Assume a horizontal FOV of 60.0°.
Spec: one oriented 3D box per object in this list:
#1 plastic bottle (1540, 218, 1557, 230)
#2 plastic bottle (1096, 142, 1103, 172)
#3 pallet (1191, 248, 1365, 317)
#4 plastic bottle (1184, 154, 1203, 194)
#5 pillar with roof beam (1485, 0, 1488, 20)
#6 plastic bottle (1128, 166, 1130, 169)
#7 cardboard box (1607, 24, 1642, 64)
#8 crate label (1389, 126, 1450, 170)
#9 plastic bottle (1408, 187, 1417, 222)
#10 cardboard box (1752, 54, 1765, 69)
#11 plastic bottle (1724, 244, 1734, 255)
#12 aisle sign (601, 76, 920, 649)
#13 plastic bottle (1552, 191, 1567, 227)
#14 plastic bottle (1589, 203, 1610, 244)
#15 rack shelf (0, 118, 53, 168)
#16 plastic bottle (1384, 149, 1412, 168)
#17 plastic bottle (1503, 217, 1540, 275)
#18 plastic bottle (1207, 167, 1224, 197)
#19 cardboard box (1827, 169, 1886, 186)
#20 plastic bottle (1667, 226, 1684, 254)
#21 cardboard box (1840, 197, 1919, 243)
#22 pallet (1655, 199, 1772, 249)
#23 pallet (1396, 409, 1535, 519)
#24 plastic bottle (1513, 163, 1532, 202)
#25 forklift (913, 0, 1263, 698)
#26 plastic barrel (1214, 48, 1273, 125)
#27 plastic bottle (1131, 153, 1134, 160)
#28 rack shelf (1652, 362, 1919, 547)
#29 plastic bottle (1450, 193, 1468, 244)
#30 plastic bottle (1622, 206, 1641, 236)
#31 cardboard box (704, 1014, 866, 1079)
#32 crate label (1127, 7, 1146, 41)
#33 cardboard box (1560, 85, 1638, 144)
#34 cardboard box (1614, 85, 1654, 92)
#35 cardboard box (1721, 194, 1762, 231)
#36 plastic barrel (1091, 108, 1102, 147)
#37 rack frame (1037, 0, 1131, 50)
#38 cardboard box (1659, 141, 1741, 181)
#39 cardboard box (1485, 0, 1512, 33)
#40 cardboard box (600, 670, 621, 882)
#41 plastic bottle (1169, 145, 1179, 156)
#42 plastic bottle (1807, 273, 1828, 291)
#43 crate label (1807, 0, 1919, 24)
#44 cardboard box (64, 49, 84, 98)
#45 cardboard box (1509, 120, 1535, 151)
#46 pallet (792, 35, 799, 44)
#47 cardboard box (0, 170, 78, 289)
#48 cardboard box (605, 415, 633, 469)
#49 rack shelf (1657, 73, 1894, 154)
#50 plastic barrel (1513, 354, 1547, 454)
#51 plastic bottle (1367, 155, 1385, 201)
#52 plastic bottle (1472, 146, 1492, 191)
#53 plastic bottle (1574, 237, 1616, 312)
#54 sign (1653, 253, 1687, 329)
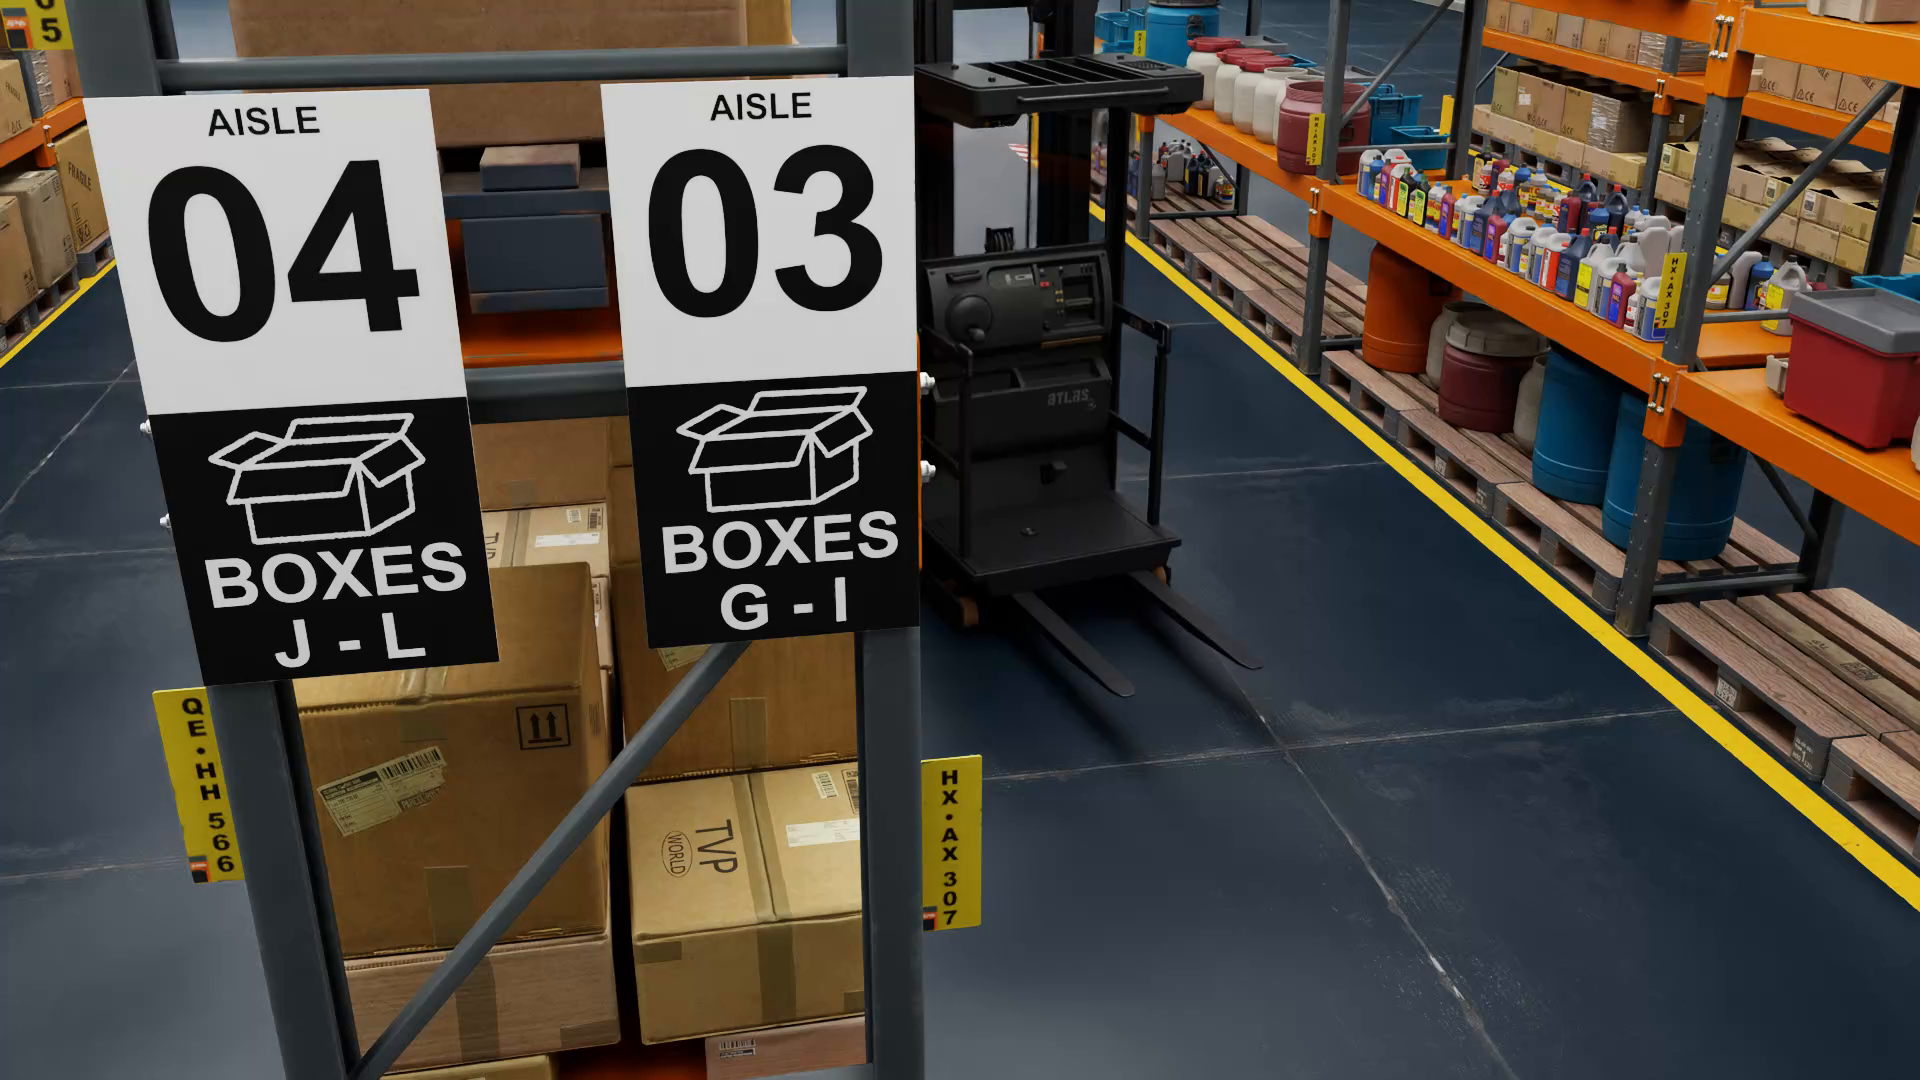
[{"bbox_3d":[3.067,-1.549,8.710,0.097,0.271,0.097,0,24,0],"label":"plastic bottle"},{"bbox_3d":[1.401,-3.825,16.603,0.061,0.283,0.133,-4,24,-9],"label":"plastic bottle"},{"bbox_3d":[2.500,-2.056,13.194,1.003,0.211,1.213,-4,24,-10],"label":"pallet"},{"bbox_3d":[2.204,-3.446,15.653,0.144,0.351,0.185,-4,24,-10],"label":"plastic bottle"},{"bbox_3d":[5.614,-13.367,28.112,9.100,9.000,0.400,-4,24,-10],"label":"pillar with roof beam"},{"bbox_3d":[1.578,-3.446,15.737,0.061,0.283,0.133,-3,24,-6],"label":"plastic bottle"},{"bbox_3d":[6.764,-4.913,16.126,0.700,0.500,0.500,-5,24,-10],"label":"cardboard box"},{"bbox_3d":[3.117,-2.664,11.312,0.303,0.233,0.416,-4,24,-10],"label":"crate label"},{"bbox_3d":[2.694,-1.980,9.785,0.097,0.201,0.097,0,24,0],"label":"plastic bottle"},{"bbox_3d":[7.090,-4.227,14.868,0.500,0.250,0.500,-3,24,-6],"label":"cardboard box"},{"bbox_3d":[3.793,-1.317,8.179,0.097,0.271,0.097,0,24,0],"label":"plastic bottle"},{"bbox_3d":[-0.253,-0.220,2.257,0.394,0.787,0.004,-4,24,-10],"label":"aisle sign"},{"bbox_3d":[3.493,-1.924,9.655,0.097,0.201,0.097,0,24,0],"label":"plastic bottle"},{"bbox_3d":[3.469,-1.695,9.043,0.097,0.271,0.097,0,24,0],"label":"plastic bottle"},{"bbox_3d":[-7.303,-2.311,11.192,1.077,0.370,4.000,-4,24,-10],"label":"rack shelf"},{"bbox_3d":[2.739,-2.308,10.442,0.152,0.276,0.135,-4,24,-10],"label":"plastic bottle"},{"bbox_3d":[2.948,-1.535,8.671,0.152,0.276,0.135,-4,24,-10],"label":"plastic bottle"},{"bbox_3d":[2.373,-3.357,15.543,0.152,0.276,0.135,-3,24,-8],"label":"plastic bottle"},{"bbox_3d":[7.594,-2.939,13.941,0.500,0.311,0.500,-5,24,-10],"label":"cardboard box"},{"bbox_3d":[3.684,-1.492,8.573,0.152,0.276,0.135,-4,24,-10],"label":"plastic bottle"},{"bbox_3d":[7.254,-2.494,12.922,0.500,0.311,0.500,-5,24,-11],"label":"cardboard box"},{"bbox_3d":[7.131,-2.921,15.175,1.003,0.211,1.213,-4,24,-10],"label":"pallet"},{"bbox_3d":[3.236,-0.484,9.594,1.003,0.211,1.213,-4,24,-10],"label":"pallet"},{"bbox_3d":[3.403,-2.147,10.079,0.097,0.271,0.097,0,24,0],"label":"plastic bottle"},{"bbox_3d":[0.373,-1.112,7.633,1.130,2.935,3.031,-10,25,-21],"label":"forklift"},{"bbox_3d":[2.184,-3.502,12.851,0.433,0.535,0.433,0,24,0],"label":"plastic barrel"},{"bbox_3d":[1.668,-3.585,16.054,0.061,0.283,0.133,-4,24,-10],"label":"plastic bottle"},{"bbox_3d":[3.936,0.142,5.576,1.077,0.370,4.000,-4,24,-10],"label":"rack shelf"},{"bbox_3d":[2.797,-1.793,9.268,0.097,0.271,0.097,0,24,0],"label":"plastic bottle"},{"bbox_3d":[3.629,-1.667,8.980,0.097,0.271,0.097,0,24,0],"label":"plastic bottle"},{"bbox_3d":[-0.303,0.917,3.217,0.380,0.149,0.250,-4,24,-9],"label":"cardboard box"},{"bbox_3d":[1.954,-5.007,16.421,0.502,0.435,0.616,-4,24,-10],"label":"crate label"},{"bbox_3d":[6.478,-4.322,16.873,0.500,0.500,0.500,-4,24,-10],"label":"cardboard box"},{"bbox_3d":[6.993,-4.361,16.961,0.500,0.500,0.500,-4,24,-10],"label":"cardboard box"},{"bbox_3d":[6.979,-2.837,14.408,0.500,0.250,0.500,-5,24,-11],"label":"cardboard box"},{"bbox_3d":[1.544,-4.493,17.874,0.421,0.512,0.421,0,24,0],"label":"plastic barrel"},{"bbox_3d":[1.348,-5.694,18.040,1.000,3.000,0.127,-4,24,-10],"label":"rack frame"},{"bbox_3d":[6.788,-3.495,15.214,0.500,0.311,0.500,-4,24,-10],"label":"cardboard box"},{"bbox_3d":[6.290,-5.921,18.434,0.700,0.500,0.500,-4,24,-10],"label":"cardboard box"},{"bbox_3d":[-1.005,0.527,3.610,0.500,0.250,0.500,-5,24,-11],"label":"cardboard box"},{"bbox_3d":[2.163,-3.802,16.561,0.152,0.276,0.135,-5,24,-11],"label":"plastic bottle"},{"bbox_3d":[3.918,-1.097,7.659,0.061,0.283,0.133,-4,24,-10],"label":"plastic bottle"},{"bbox_3d":[3.373,-2.014,6.196,0.293,0.136,0.466,-4,24,-10],"label":"crate label"},{"bbox_3d":[-7.861,-4.076,14.147,0.875,0.550,0.550,-4,24,-10],"label":"cardboard box"},{"bbox_3d":[6.285,-4.371,17.922,0.500,0.250,0.500,-4,24,-10],"label":"cardboard box"},{"bbox_3d":[-0.938,-1.140,3.976,1.003,0.211,1.213,-4,24,-10],"label":"pallet"},{"bbox_3d":[-7.470,-2.351,12.672,1.050,0.750,0.750,-4,24,-10],"label":"cardboard box"},{"bbox_3d":[-0.579,-0.054,4.006,0.500,0.500,0.500,-5,24,-11],"label":"cardboard box"},{"bbox_3d":[7.326,-3.370,13.617,1.077,0.370,4.000,-4,24,-10],"label":"rack shelf"},{"bbox_3d":[3.335,-0.749,9.301,0.421,0.512,0.421,0,24,0],"label":"plastic barrel"},{"bbox_3d":[2.584,-2.247,10.308,0.097,0.271,0.097,0,24,0],"label":"plastic bottle"},{"bbox_3d":[3.321,-2.367,10.567,0.061,0.283,0.133,-4,24,-10],"label":"plastic bottle"},{"bbox_3d":[3.075,-1.289,8.015,0.144,0.351,0.185,-4,24,-10],"label":"plastic bottle"},{"bbox_3d":[3.026,-1.061,7.086,0.100,0.325,0.005,-4,24,-10],"label":"sign"}]
